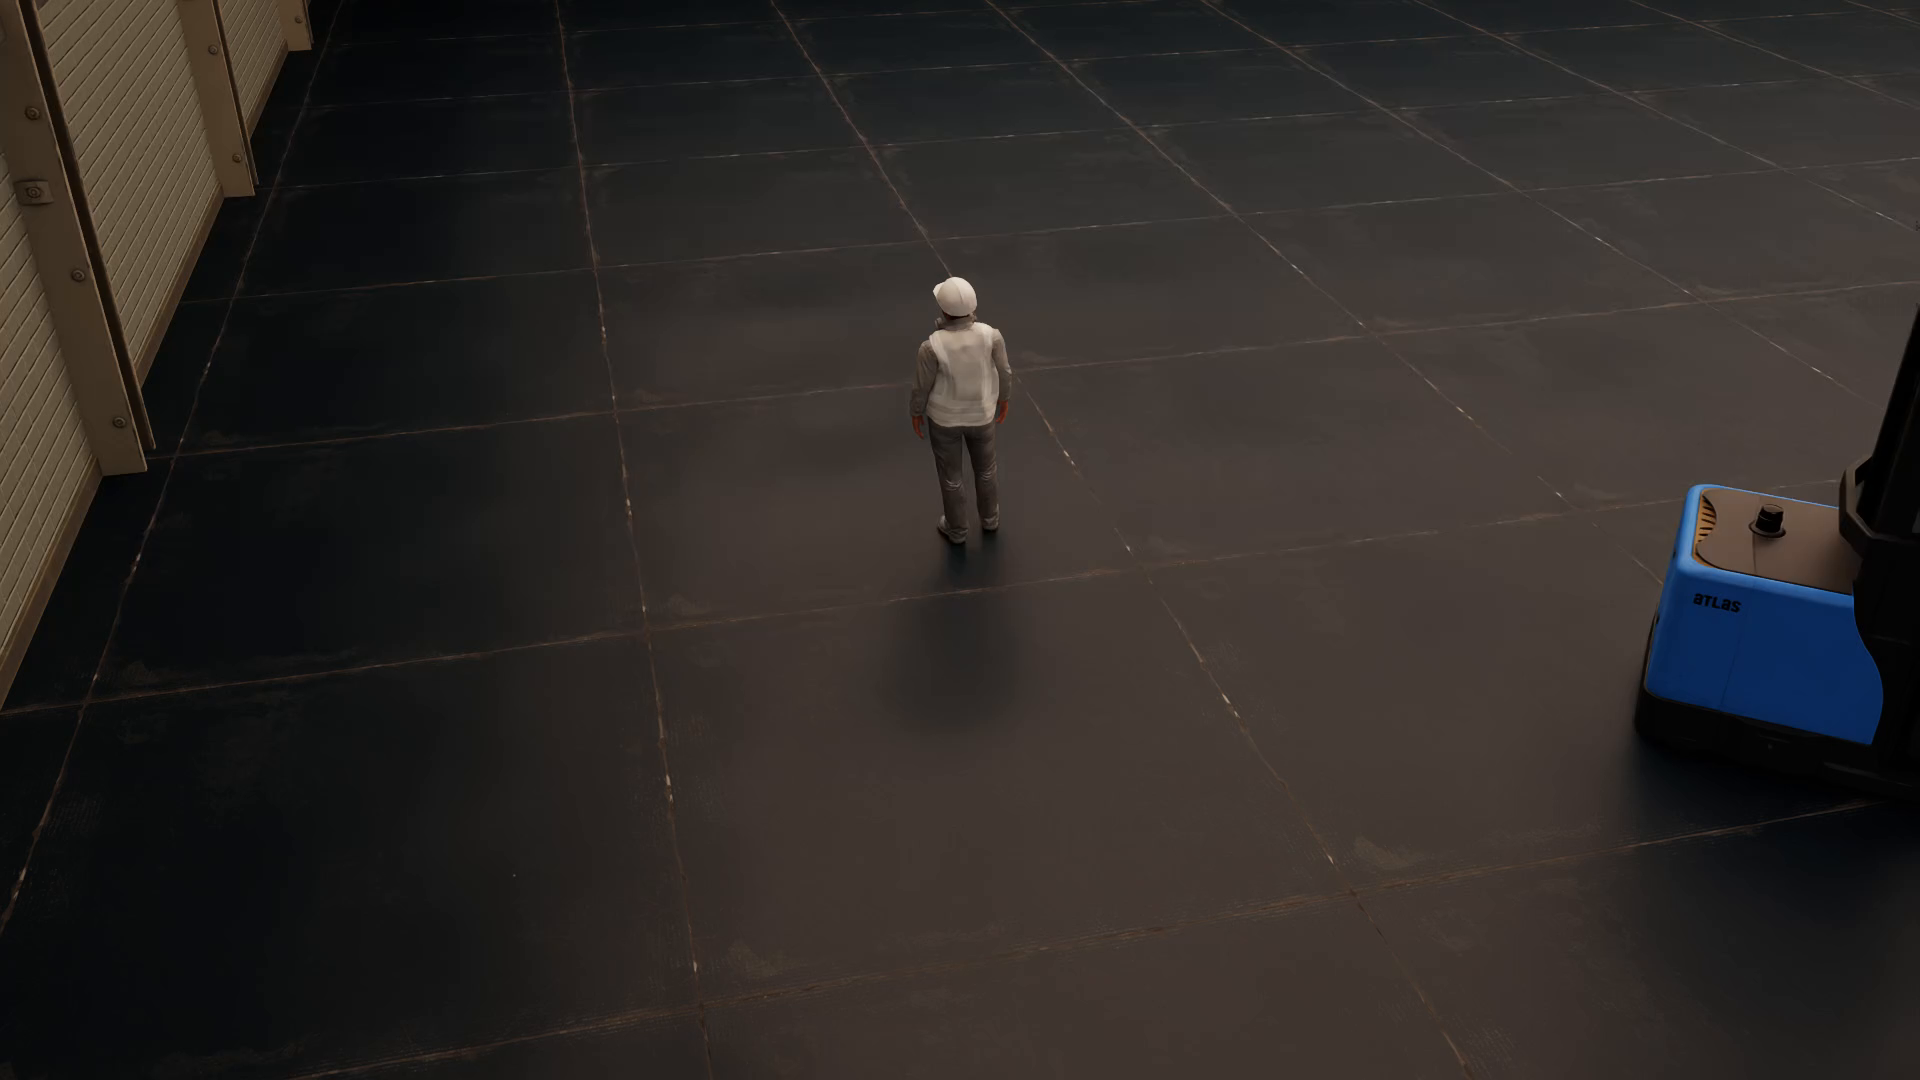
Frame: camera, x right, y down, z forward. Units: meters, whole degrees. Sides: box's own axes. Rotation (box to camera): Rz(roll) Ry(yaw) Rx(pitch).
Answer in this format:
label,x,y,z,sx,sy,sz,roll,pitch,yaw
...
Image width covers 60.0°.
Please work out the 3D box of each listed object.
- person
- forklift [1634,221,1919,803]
label,x,y,z,sx,sy,sz,roll,pitch,yaw
person,-0.007,-0.803,10.107,0.632,1.768,0.568,-7,31,-12
forklift,5.085,-0.133,7.805,3.031,2.935,1.130,13,32,21
